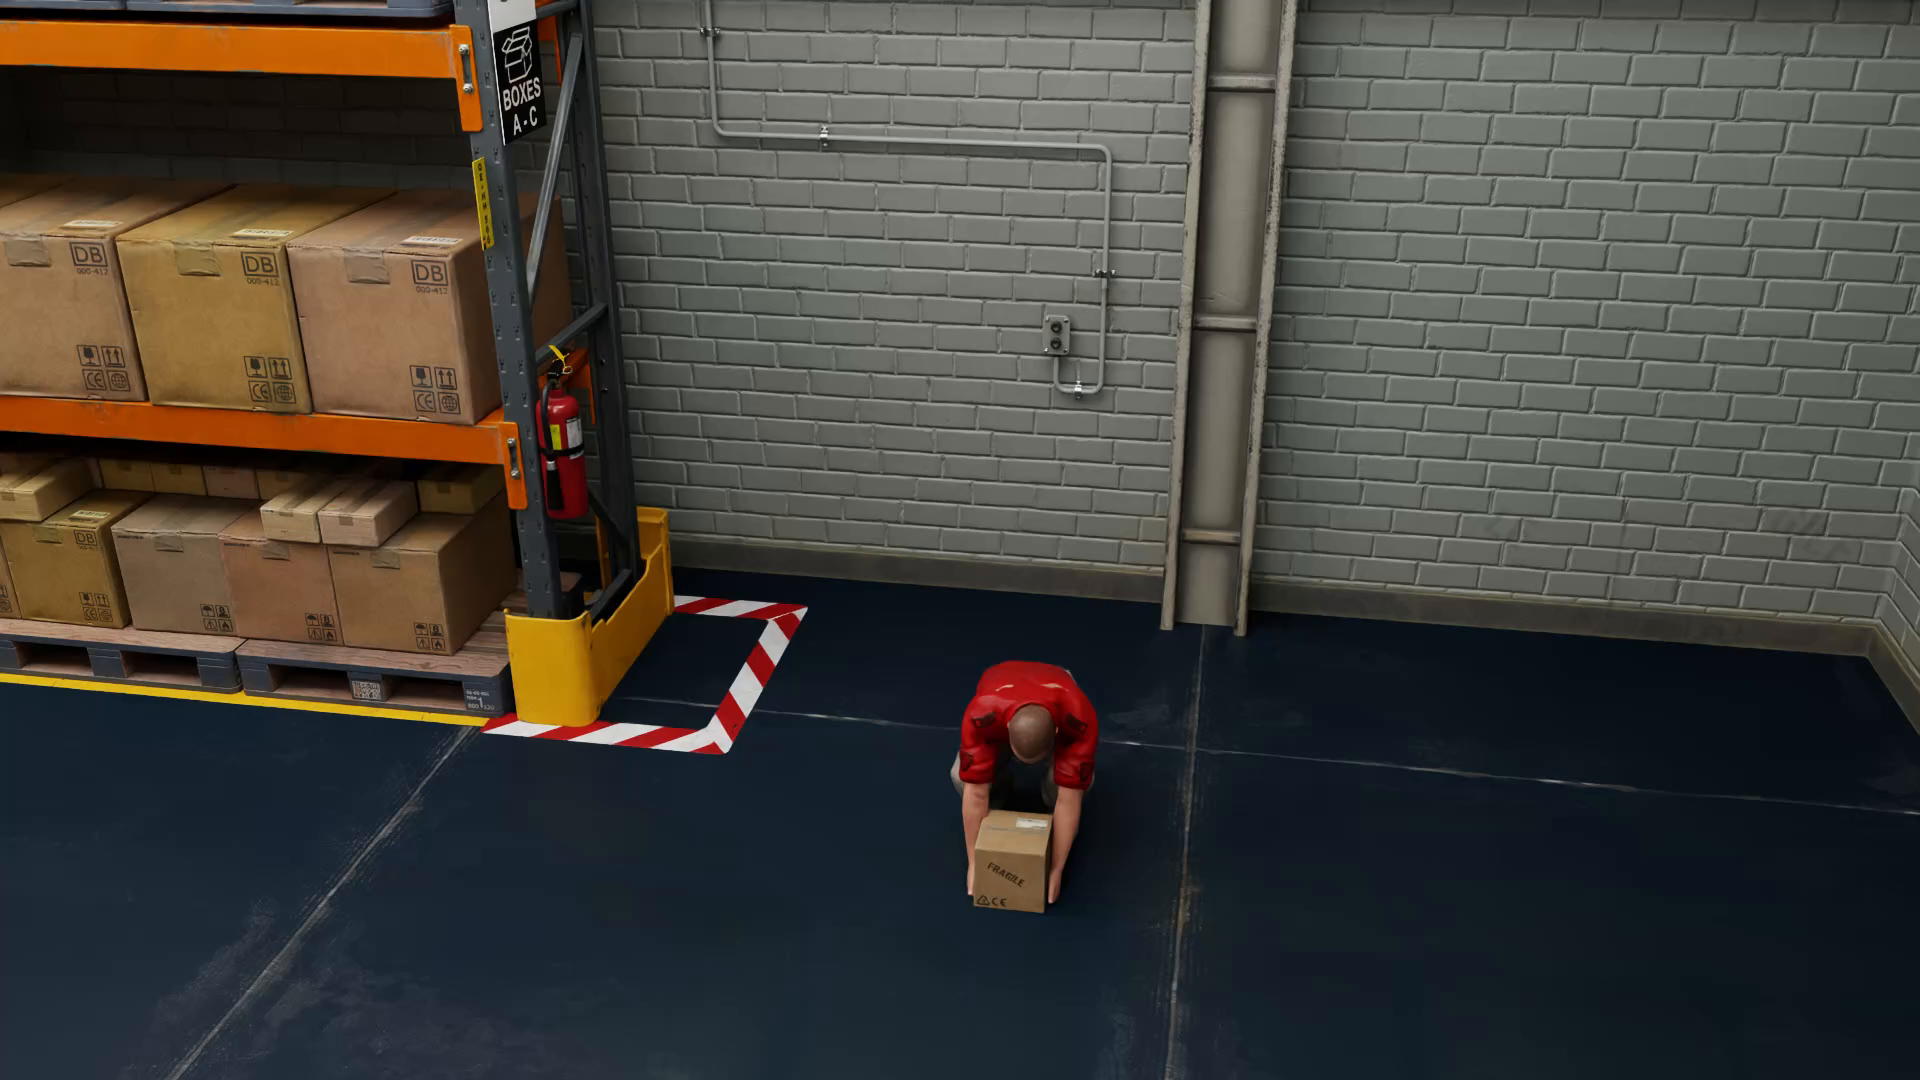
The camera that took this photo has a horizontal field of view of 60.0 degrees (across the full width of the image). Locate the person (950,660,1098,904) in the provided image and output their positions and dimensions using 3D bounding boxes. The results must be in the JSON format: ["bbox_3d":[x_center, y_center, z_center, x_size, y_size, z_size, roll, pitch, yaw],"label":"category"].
[{"bbox_3d":[0.242,0.810,6.110,0.537,0.862,0.893,4,25,8],"label":"person"}]
